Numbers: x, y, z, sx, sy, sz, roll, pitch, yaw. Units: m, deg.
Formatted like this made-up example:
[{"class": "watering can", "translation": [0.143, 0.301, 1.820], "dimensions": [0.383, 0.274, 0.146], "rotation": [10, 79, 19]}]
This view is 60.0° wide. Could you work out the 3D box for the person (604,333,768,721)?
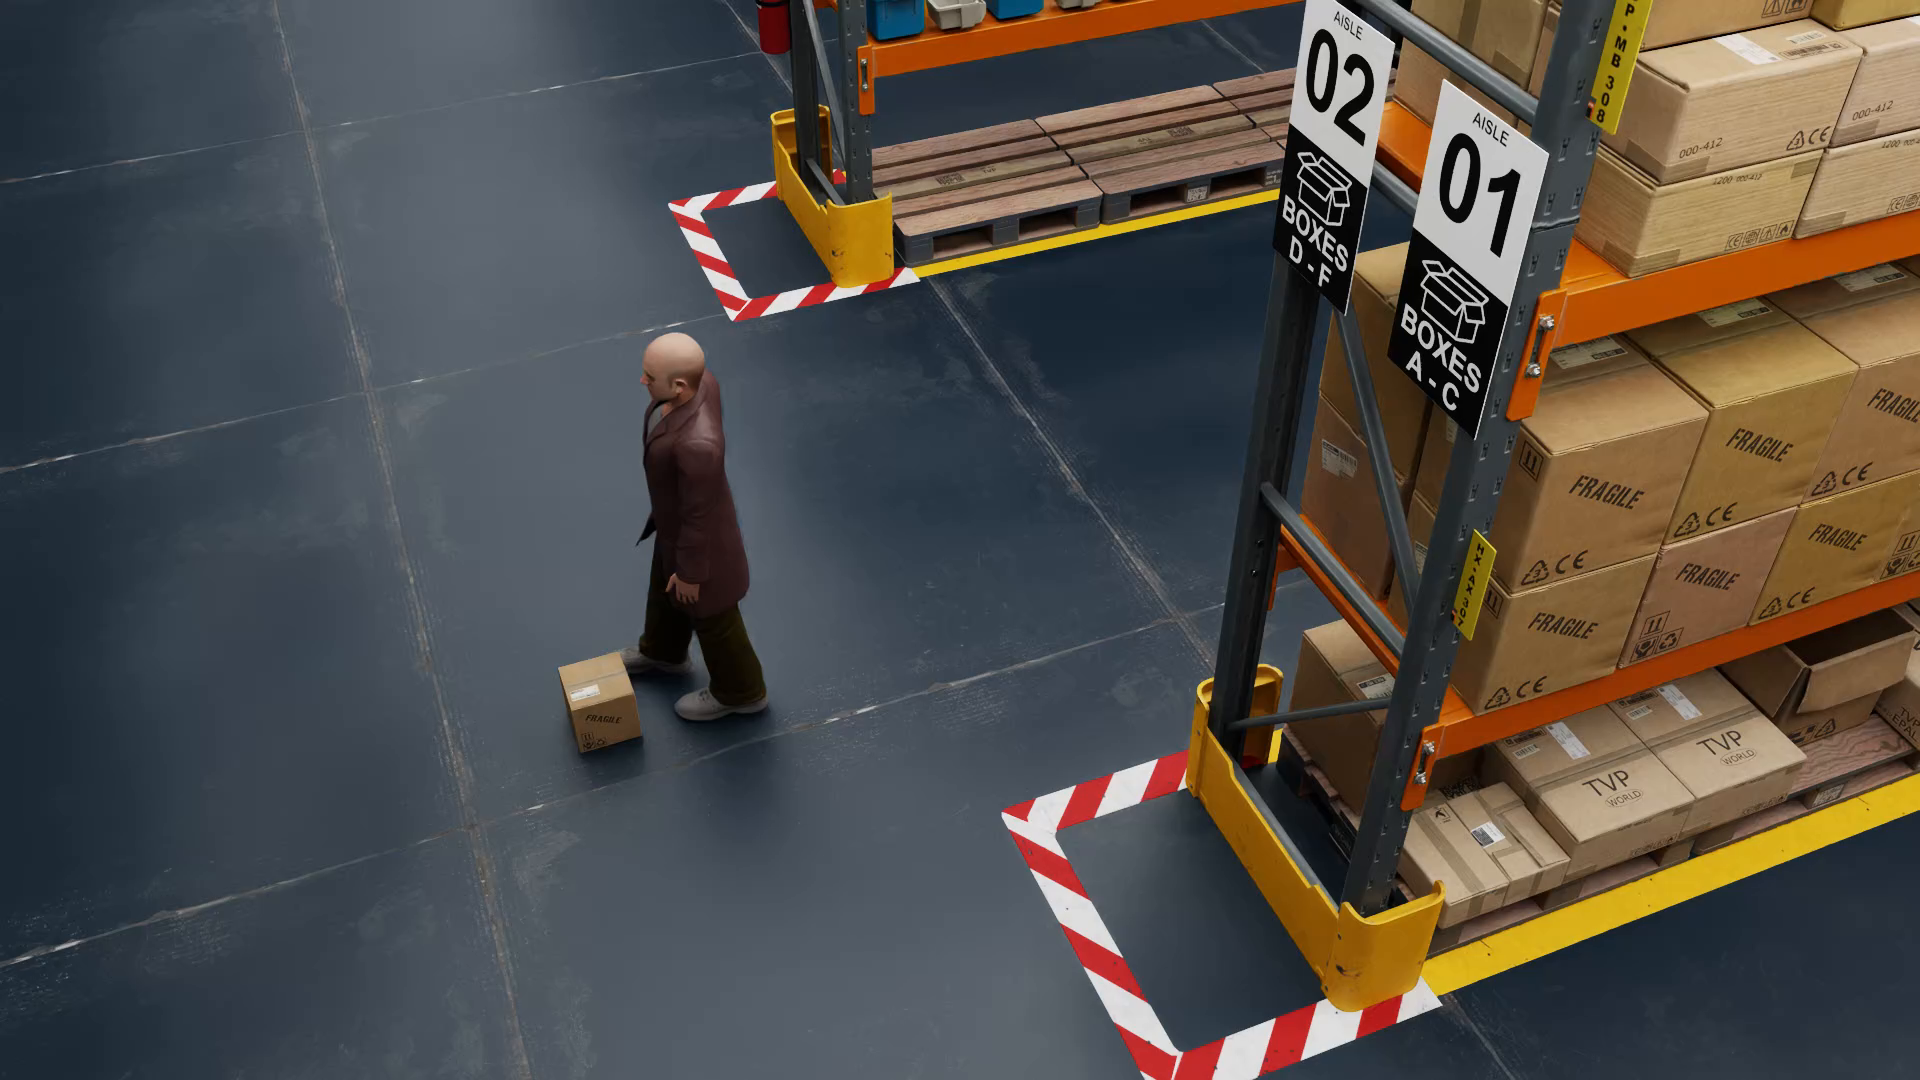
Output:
[{"class": "person", "translation": [-1.112, -0.011, 6.165], "dimensions": [0.646, 1.776, 0.599], "rotation": [-8, 42, -9]}]
